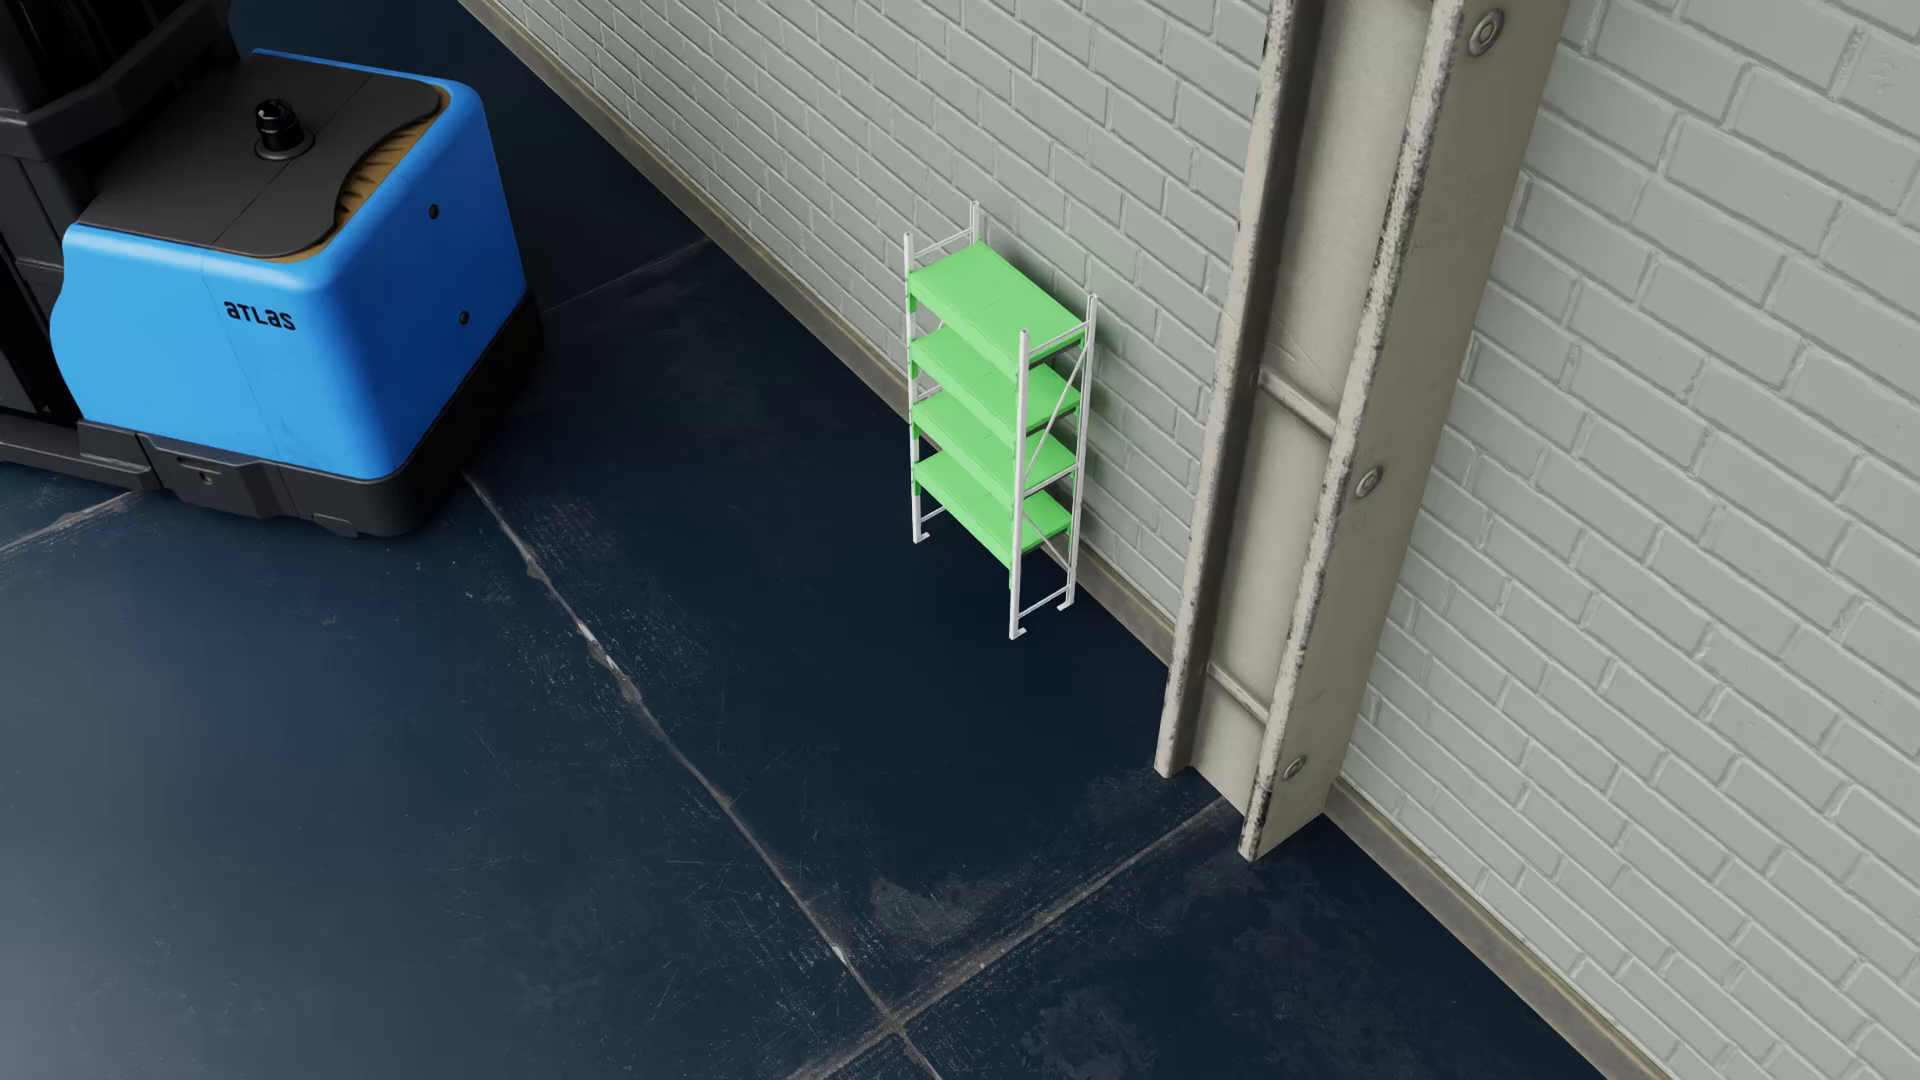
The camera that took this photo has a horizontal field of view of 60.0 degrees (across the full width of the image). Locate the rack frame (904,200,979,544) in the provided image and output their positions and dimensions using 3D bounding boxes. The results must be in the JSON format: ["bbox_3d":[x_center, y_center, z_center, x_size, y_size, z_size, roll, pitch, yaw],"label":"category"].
[{"bbox_3d":[-0.048,-0.449,4.847,0.240,1.200,0.015,-29,54,-24],"label":"rack frame"}]

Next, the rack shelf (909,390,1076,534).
[{"bbox_3d":[0.100,-0.262,4.764,0.258,0.148,0.480,-29,54,-24],"label":"rack shelf"}]

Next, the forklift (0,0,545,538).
[{"bbox_3d":[-3.018,-1.607,4.729,3.031,2.935,1.130,12,49,11],"label":"forklift"}]

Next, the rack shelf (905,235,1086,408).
[{"bbox_3d":[0.100,-0.585,4.409,0.258,0.148,0.480,-29,54,-24],"label":"rack shelf"}]

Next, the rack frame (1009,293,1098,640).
[{"bbox_3d":[0.248,-0.162,4.587,0.240,1.200,0.015,-29,54,-24],"label":"rack frame"}]

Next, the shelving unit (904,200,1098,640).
[{"bbox_3d":[0.100,-0.305,4.717,0.258,1.200,0.503,-29,54,-24],"label":"shelving unit"}]

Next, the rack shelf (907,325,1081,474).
[{"bbox_3d":[0.100,-0.424,4.587,0.258,0.148,0.480,-29,54,-24],"label":"rack shelf"}]

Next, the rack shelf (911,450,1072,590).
[{"bbox_3d":[0.100,-0.101,4.942,0.258,0.148,0.480,-29,54,-24],"label":"rack shelf"}]
